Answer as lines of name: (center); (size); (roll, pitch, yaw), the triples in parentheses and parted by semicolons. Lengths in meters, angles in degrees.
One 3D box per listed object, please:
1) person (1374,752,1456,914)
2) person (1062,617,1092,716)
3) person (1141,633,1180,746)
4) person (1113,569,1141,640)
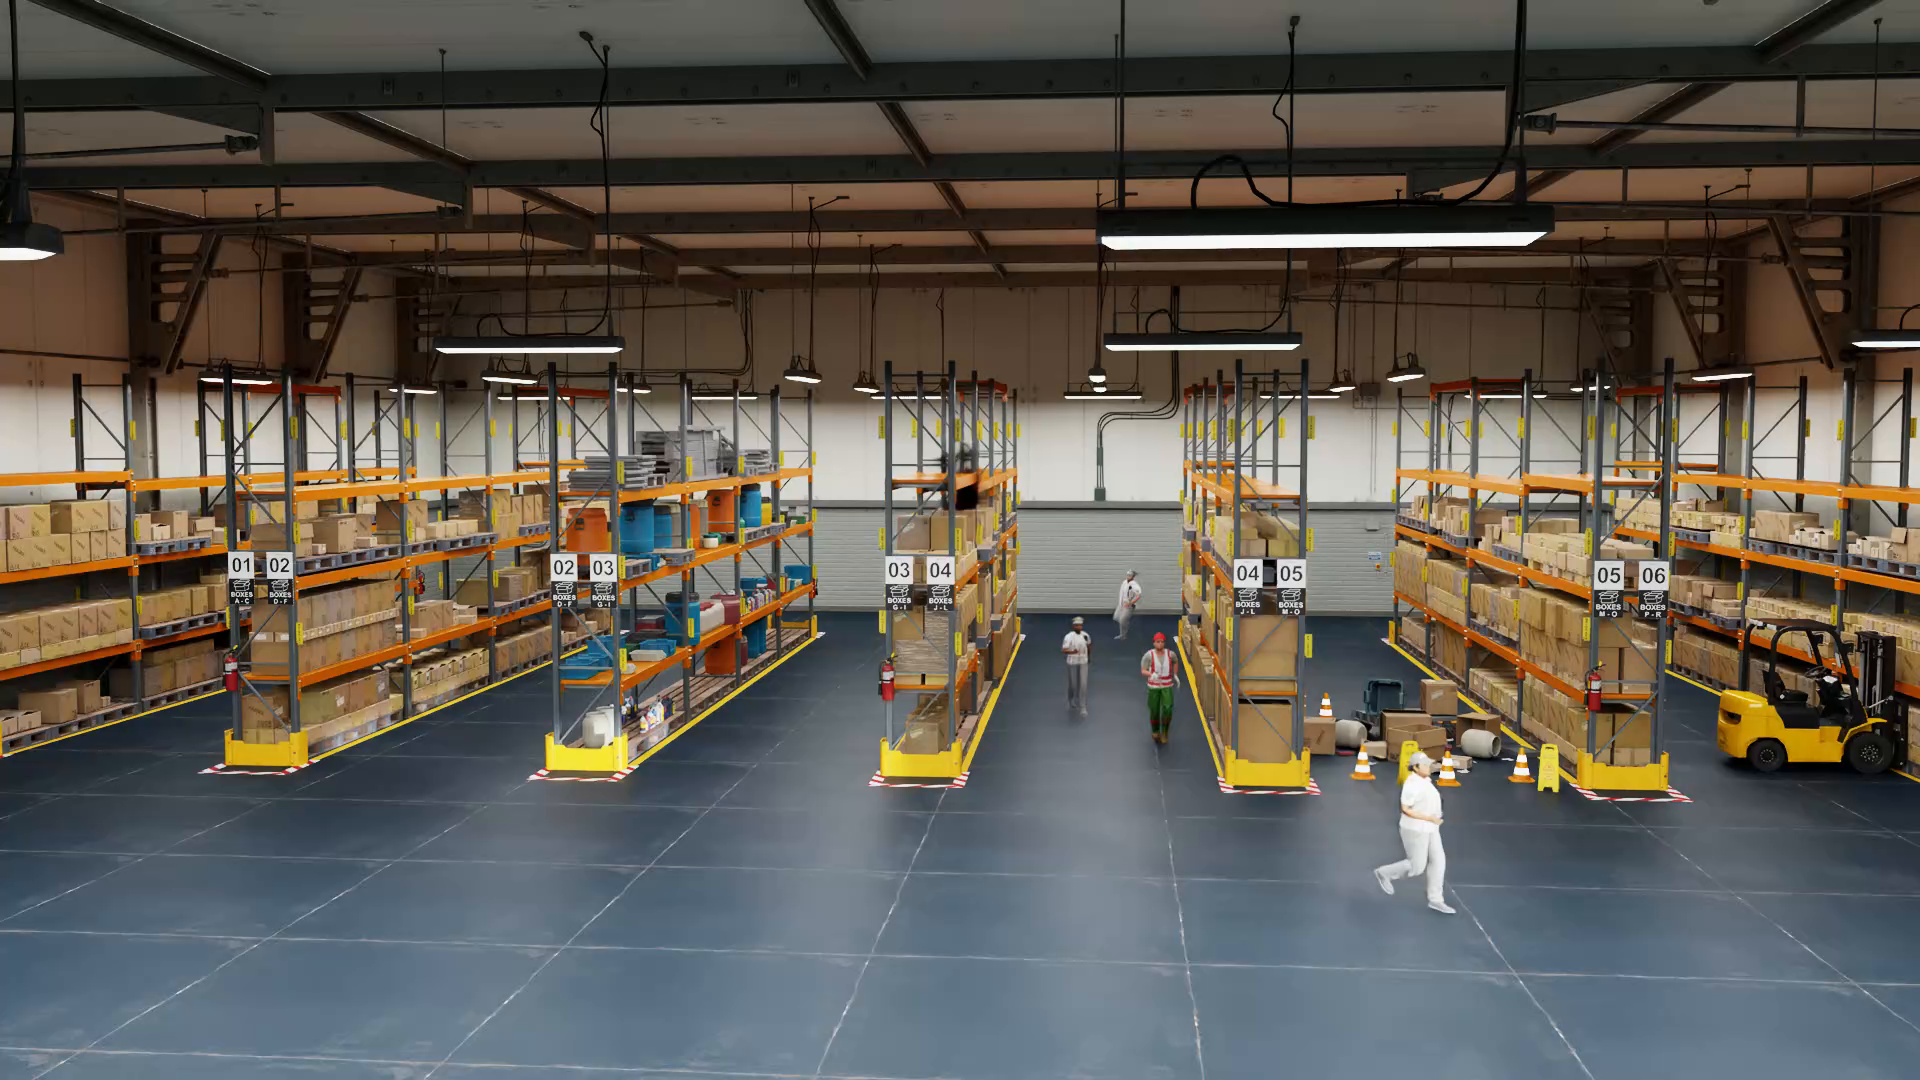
person: (4.783, 3.039, 17.397); (0.849, 1.658, 0.607); (3, 5, 39)
person: (2.081, 2.202, 29.358); (0.581, 1.693, 0.876); (0, 4, -7)
person: (3.198, 2.369, 26.489); (0.643, 1.796, 0.805); (0, 4, 2)
person: (3.997, 1.542, 39.731); (0.545, 1.703, 0.700); (-4, 5, -43)
